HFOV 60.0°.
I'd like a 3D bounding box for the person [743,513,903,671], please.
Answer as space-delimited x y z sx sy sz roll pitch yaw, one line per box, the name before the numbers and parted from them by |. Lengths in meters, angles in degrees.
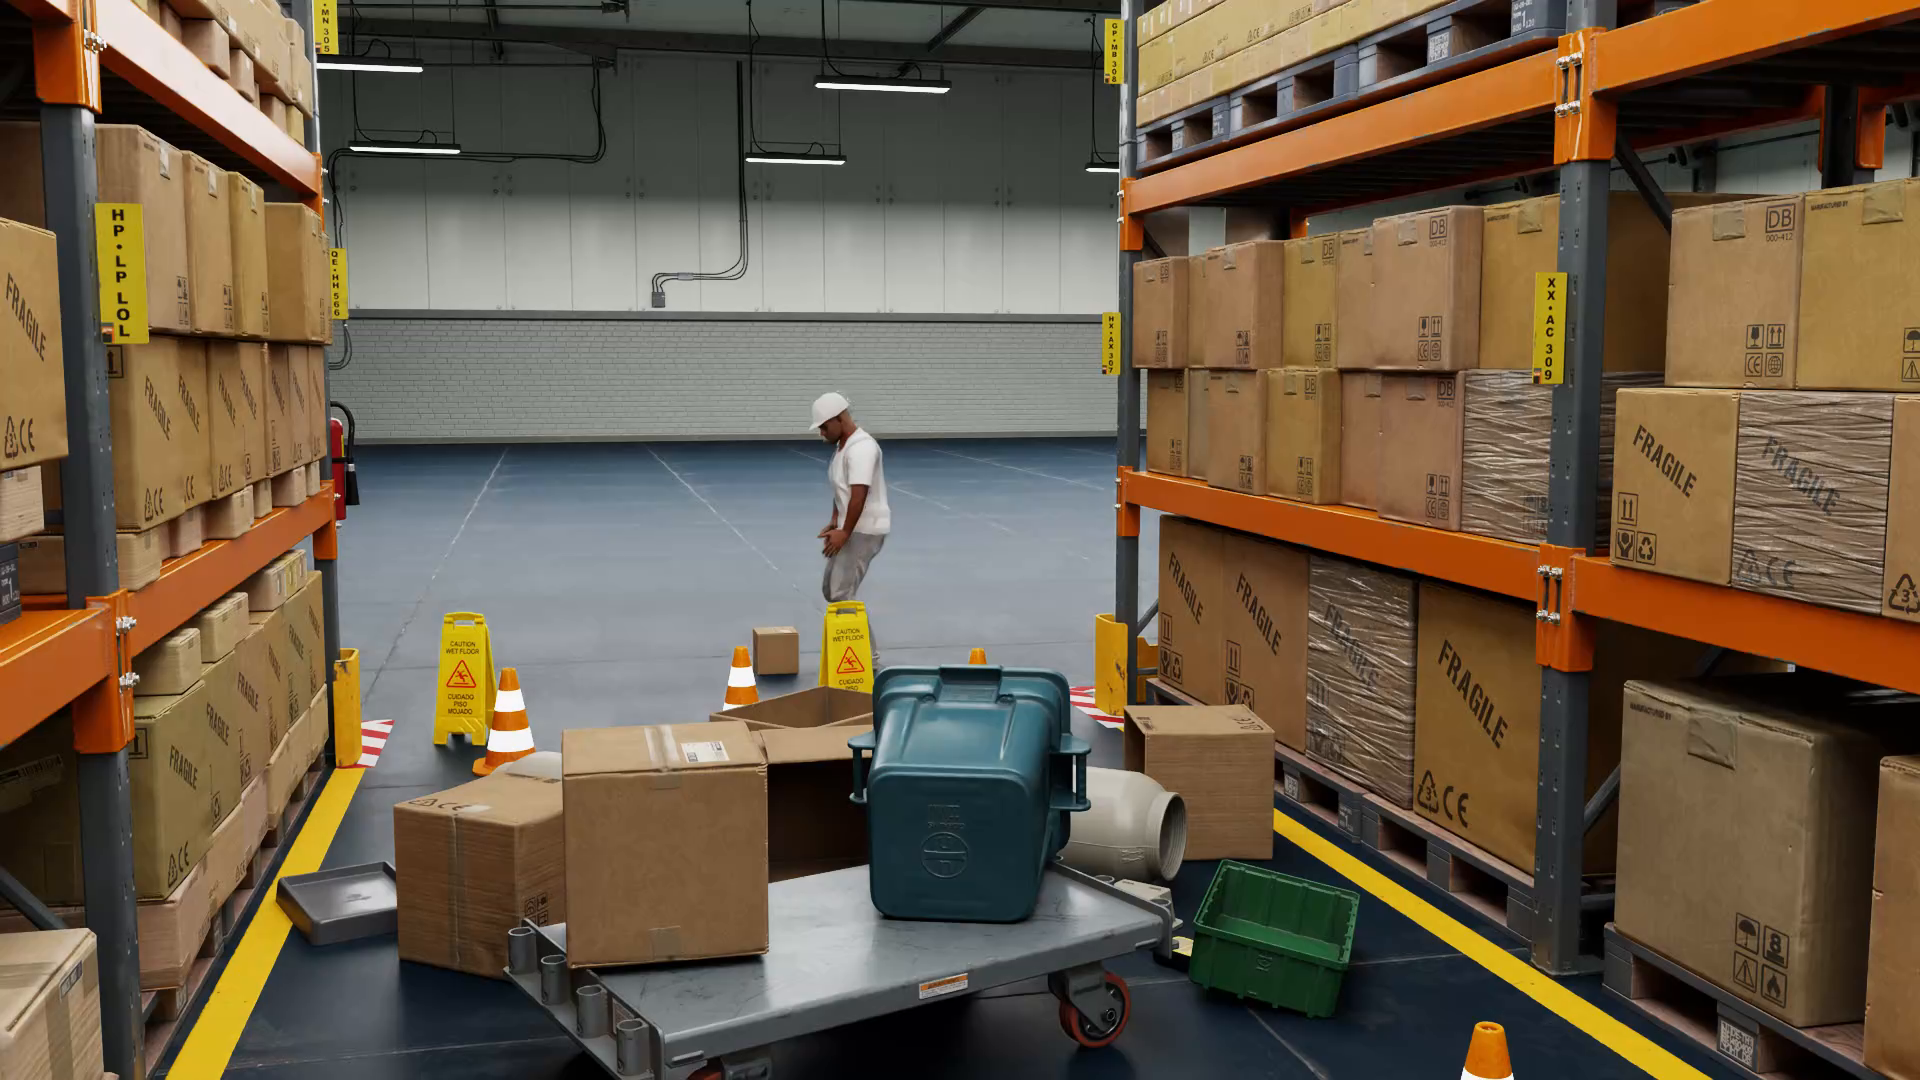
person | -0.840 0.319 10.175 0.974 0.952 0.496 -2 6 -16
